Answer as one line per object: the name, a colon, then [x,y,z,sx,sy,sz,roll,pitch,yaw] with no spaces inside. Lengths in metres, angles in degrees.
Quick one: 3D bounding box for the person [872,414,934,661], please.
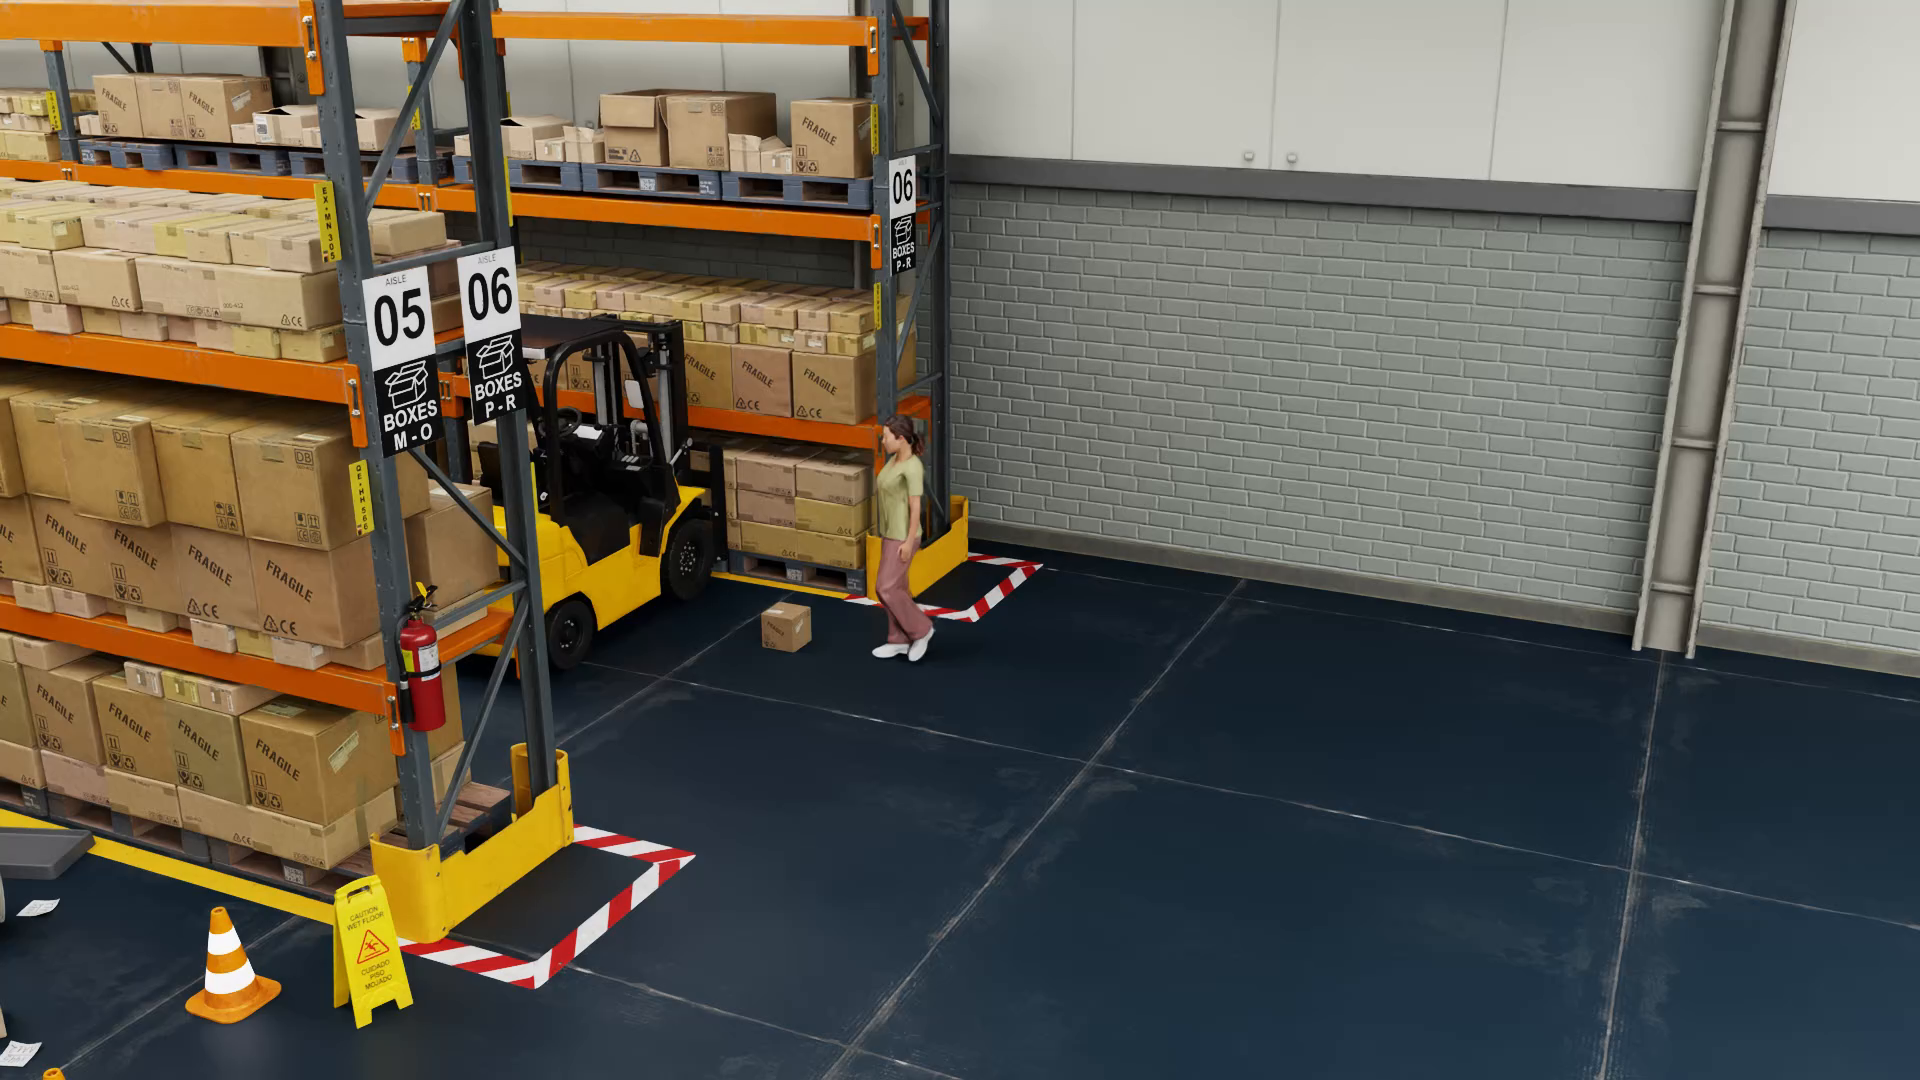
person: [-0.404,-0.019,11.091,0.435,1.672,0.457,-7,20,-20]
